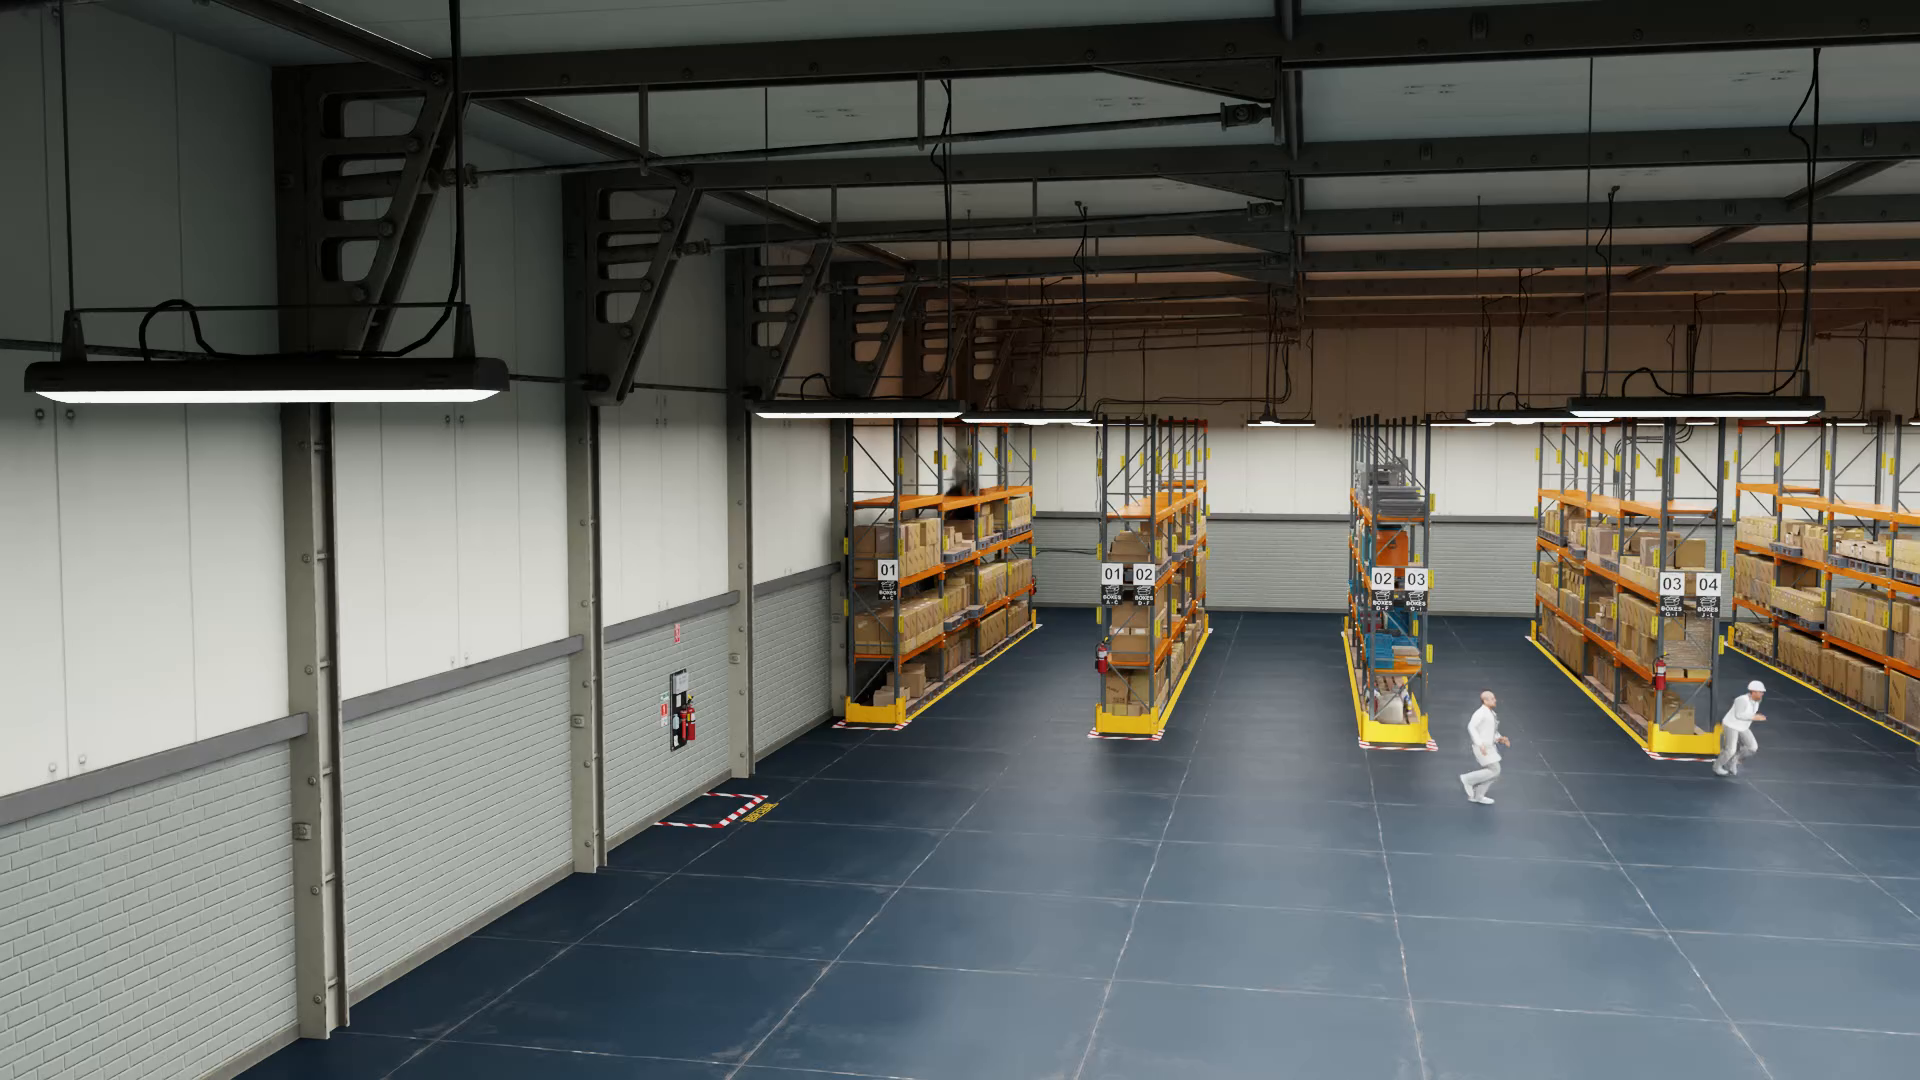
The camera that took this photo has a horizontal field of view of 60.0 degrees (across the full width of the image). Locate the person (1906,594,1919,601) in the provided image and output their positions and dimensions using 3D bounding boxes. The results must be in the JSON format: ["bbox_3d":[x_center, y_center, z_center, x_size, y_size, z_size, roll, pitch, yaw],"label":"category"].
[{"bbox_3d":[25.473,1.957,44.450,0.682,1.633,0.541,2,4,24],"label":"person"}]

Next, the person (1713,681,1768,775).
[{"bbox_3d":[12.843,3.082,27.308,0.683,1.617,0.921,-3,5,-34],"label":"person"}]

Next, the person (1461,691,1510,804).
[{"bbox_3d":[8.029,3.170,25.403,0.671,1.726,0.696,2,4,31],"label":"person"}]
